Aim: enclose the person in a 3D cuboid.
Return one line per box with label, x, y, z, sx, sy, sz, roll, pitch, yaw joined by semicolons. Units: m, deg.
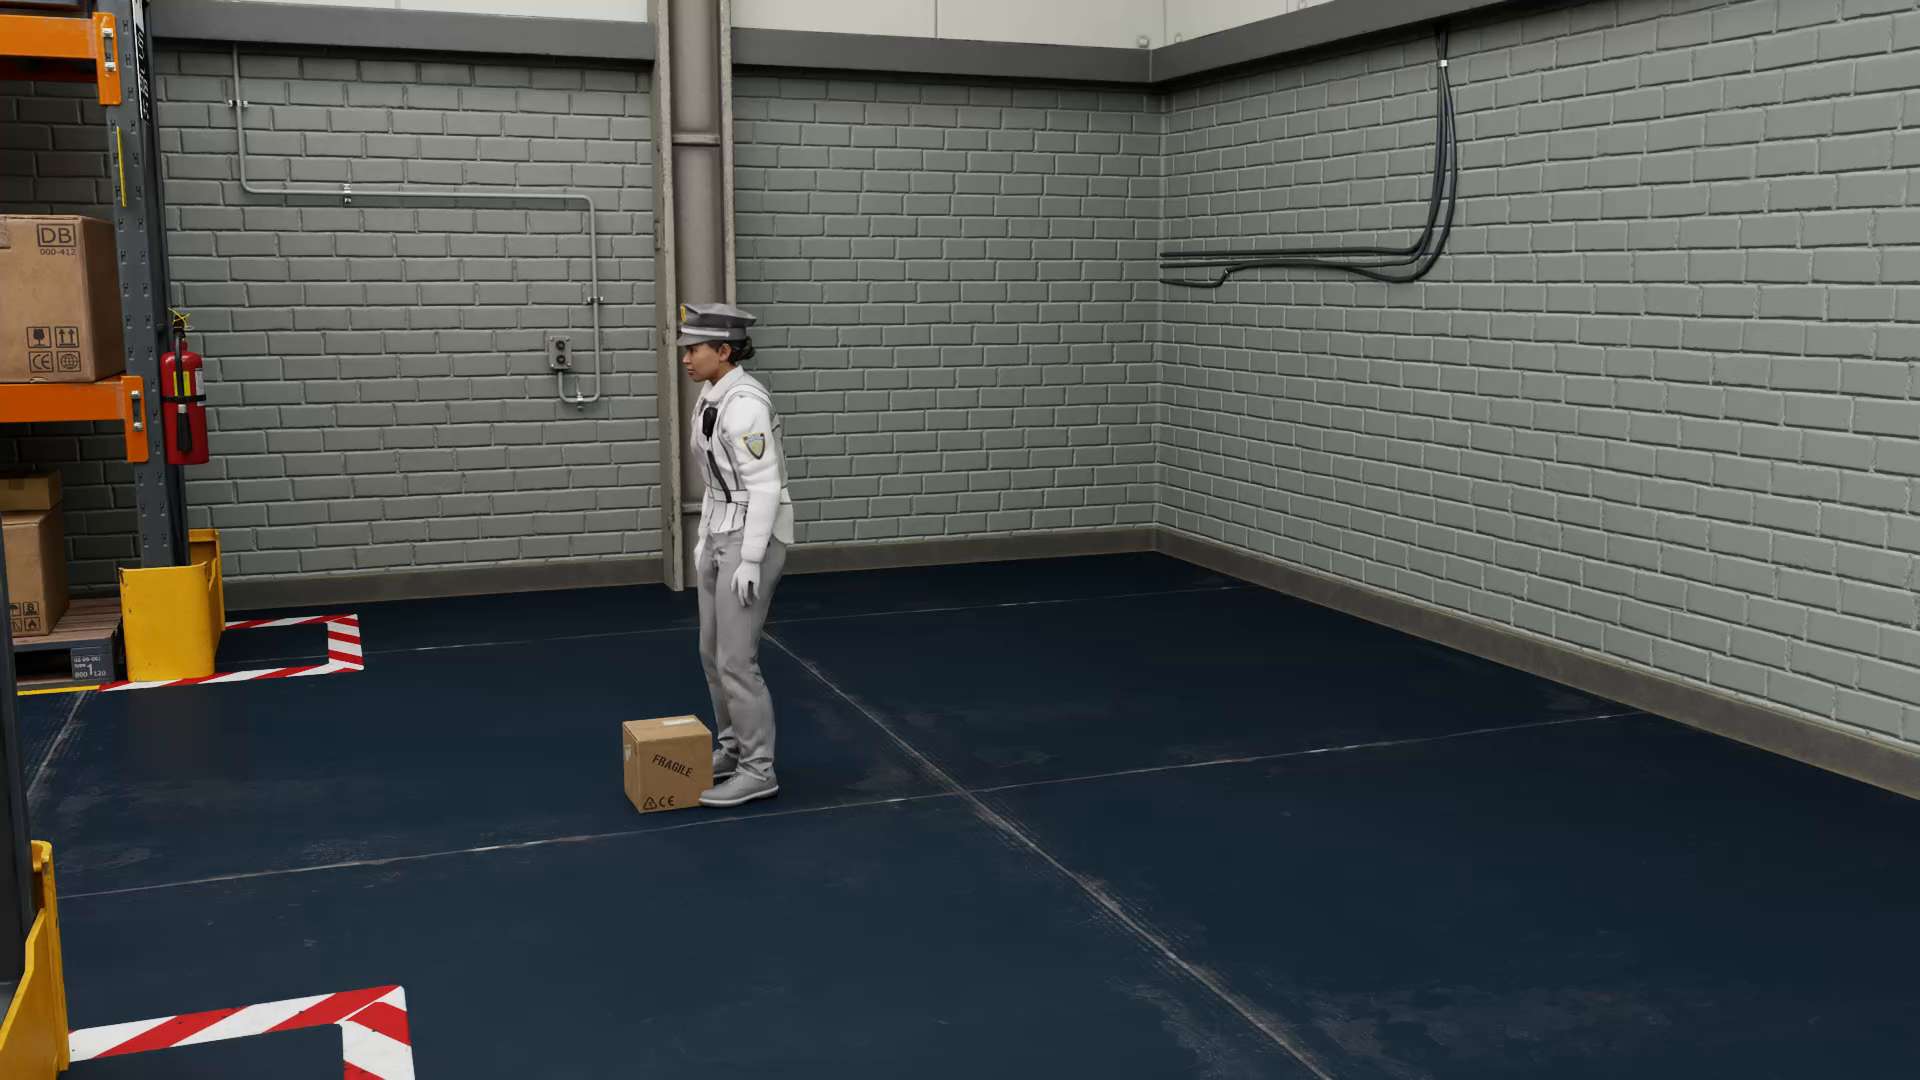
person;-0.760;0.042;5.588;0.376;1.663;0.544;-4;10;-24
